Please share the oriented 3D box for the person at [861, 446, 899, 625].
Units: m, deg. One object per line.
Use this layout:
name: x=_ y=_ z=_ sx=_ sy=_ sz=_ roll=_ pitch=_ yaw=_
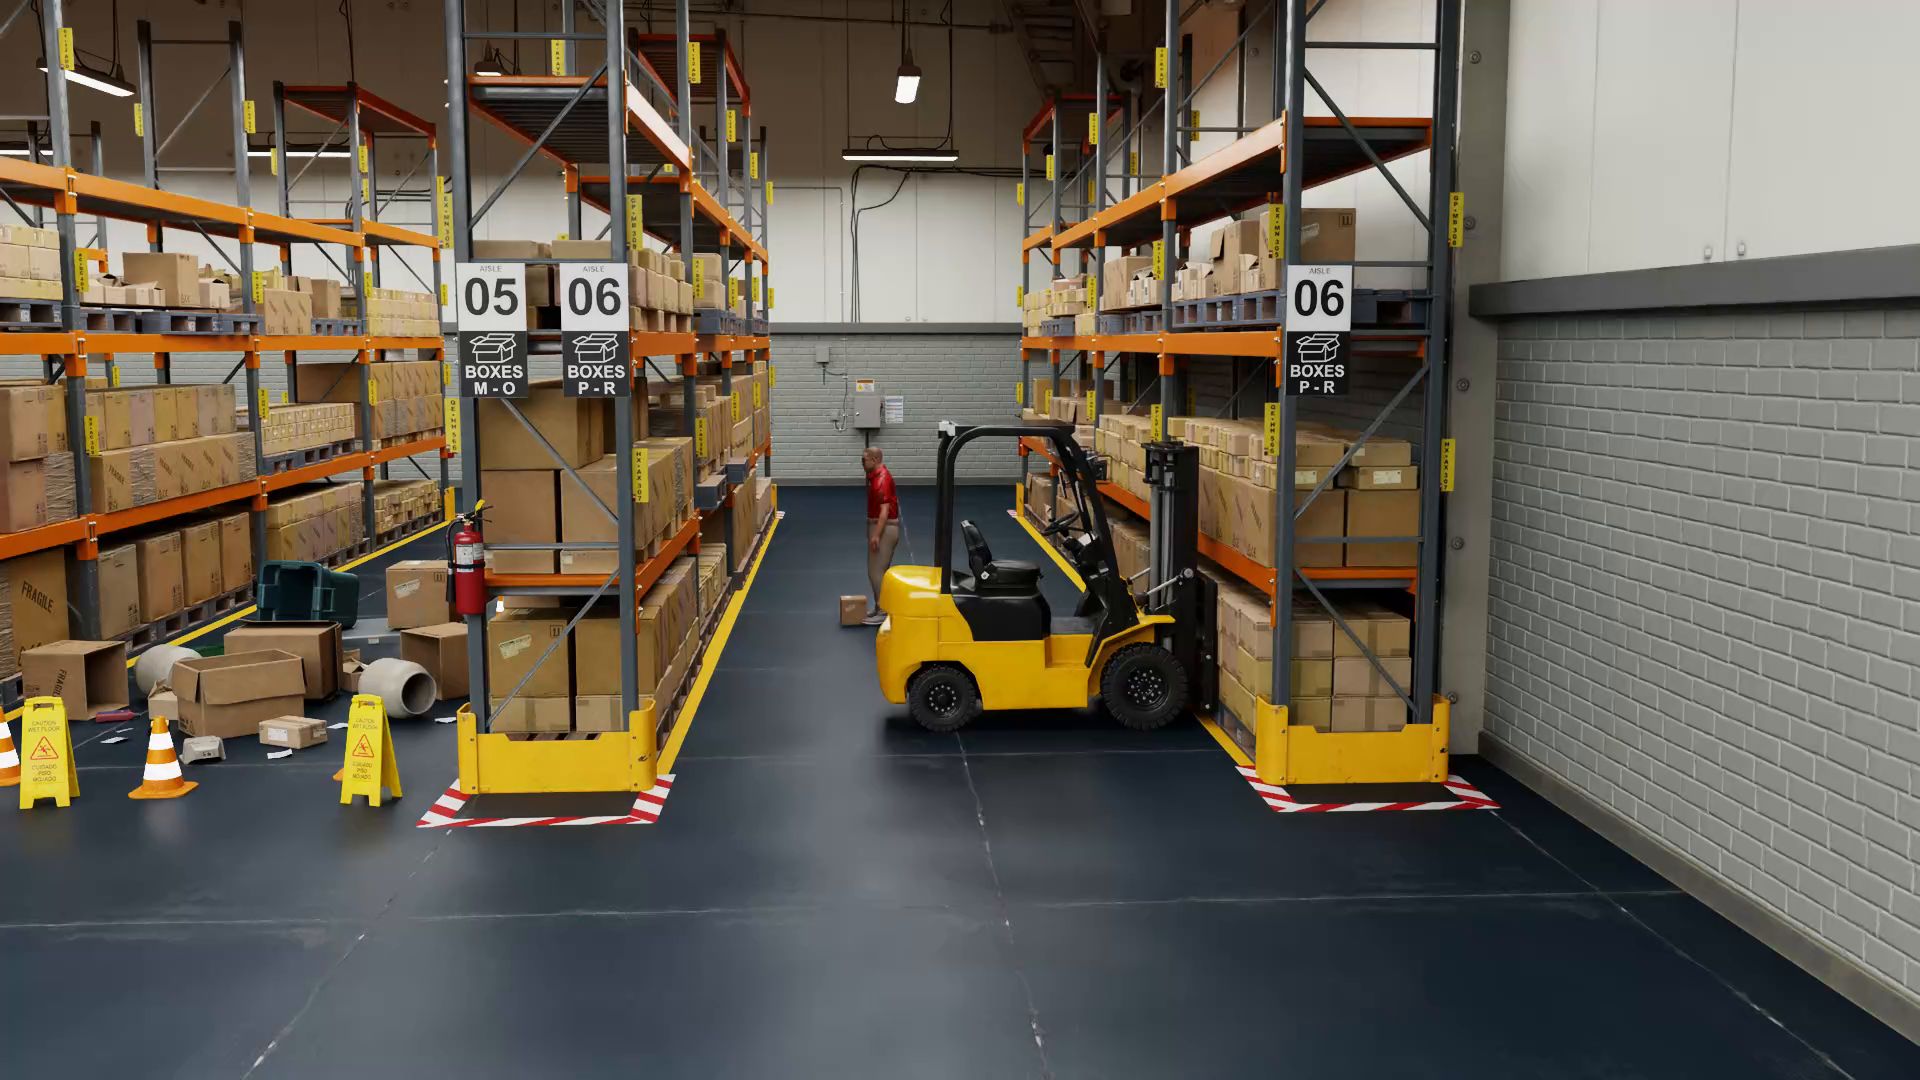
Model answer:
person: x=-0.791 y=-0.051 z=16.227 sx=0.394 sy=1.727 sz=0.587 roll=0 pitch=7 yaw=-3
